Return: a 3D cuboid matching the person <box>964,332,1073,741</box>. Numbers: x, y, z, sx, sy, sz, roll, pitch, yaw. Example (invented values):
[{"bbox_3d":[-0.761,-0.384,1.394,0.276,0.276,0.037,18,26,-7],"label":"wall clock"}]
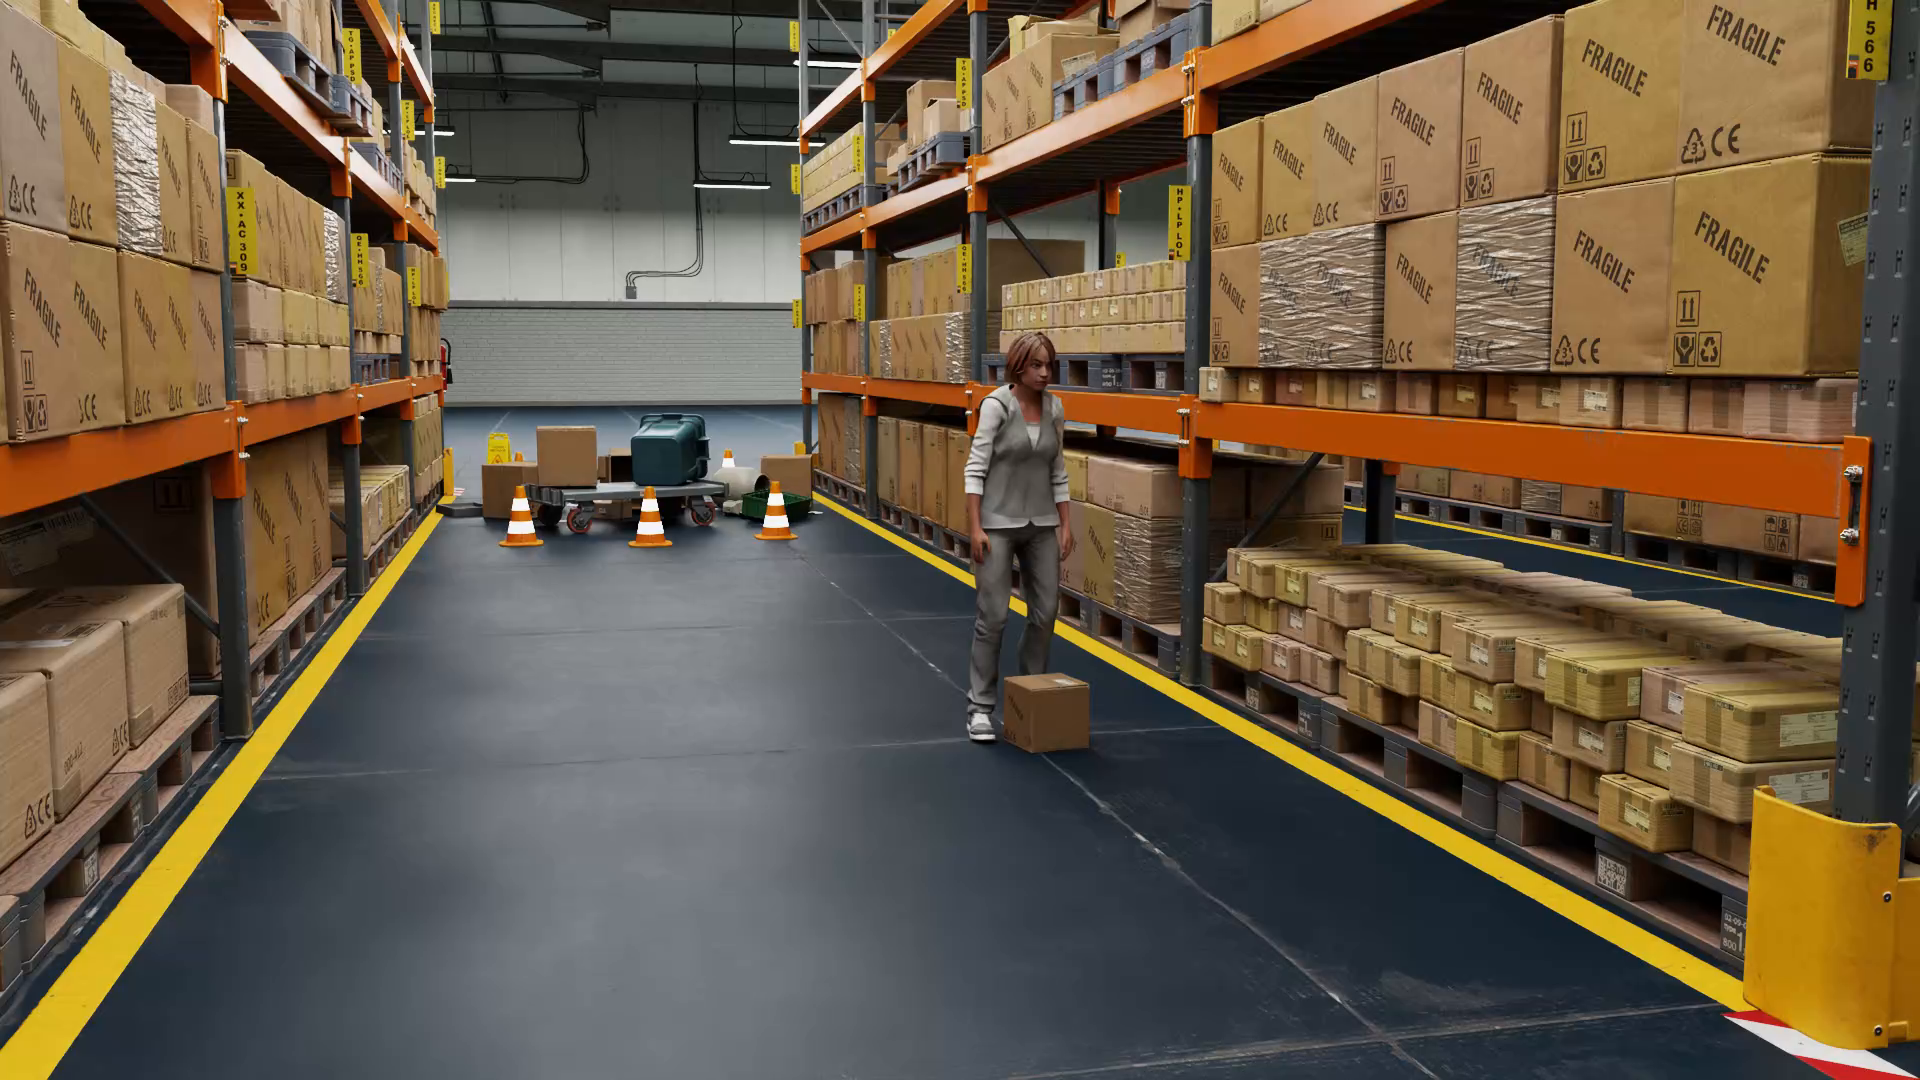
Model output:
[{"bbox_3d":[0.229,-0.013,6.581,0.485,1.574,0.347,-3,7,-26],"label":"person"}]
